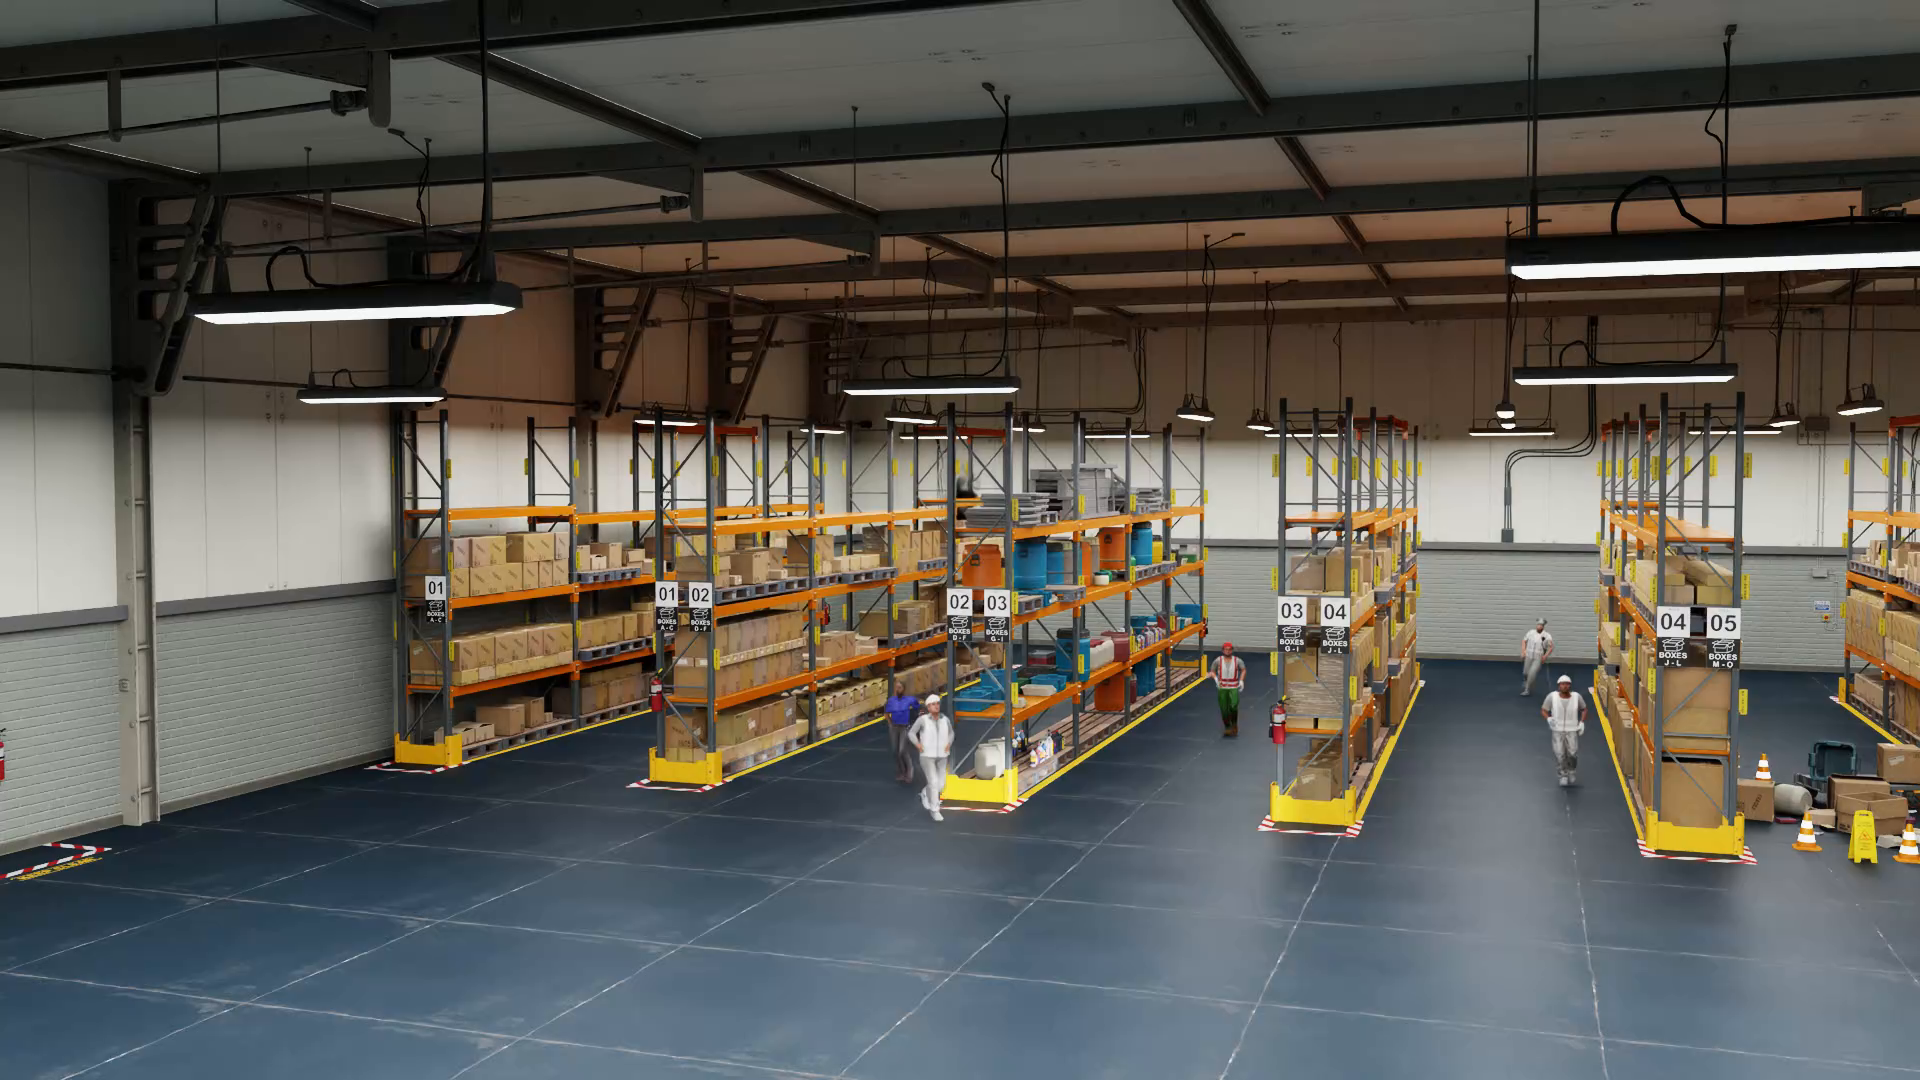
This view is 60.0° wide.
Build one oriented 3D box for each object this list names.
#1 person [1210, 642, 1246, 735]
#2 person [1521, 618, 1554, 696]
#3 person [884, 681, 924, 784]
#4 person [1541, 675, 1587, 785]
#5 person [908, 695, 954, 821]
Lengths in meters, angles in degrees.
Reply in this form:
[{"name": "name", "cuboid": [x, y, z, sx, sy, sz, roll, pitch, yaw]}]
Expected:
[{"name": "person", "cuboid": [4.995, 2.781, 31.069, 0.655, 1.745, 0.594, 1, 3, 13]}, {"name": "person", "cuboid": [12.740, 2.576, 36.703, 0.699, 1.708, 0.561, 2, 3, 32]}, {"name": "person", "cuboid": [-0.926, 3.053, 26.378, 0.595, 1.643, 0.641, 1, 3, 19]}, {"name": "person", "cuboid": [9.482, 2.998, 26.111, 0.681, 1.739, 0.573, 1, 3, 19]}, {"name": "person", "cuboid": [-0.389, 3.116, 23.946, 0.709, 1.778, 0.729, -1, 3, -22]}]
